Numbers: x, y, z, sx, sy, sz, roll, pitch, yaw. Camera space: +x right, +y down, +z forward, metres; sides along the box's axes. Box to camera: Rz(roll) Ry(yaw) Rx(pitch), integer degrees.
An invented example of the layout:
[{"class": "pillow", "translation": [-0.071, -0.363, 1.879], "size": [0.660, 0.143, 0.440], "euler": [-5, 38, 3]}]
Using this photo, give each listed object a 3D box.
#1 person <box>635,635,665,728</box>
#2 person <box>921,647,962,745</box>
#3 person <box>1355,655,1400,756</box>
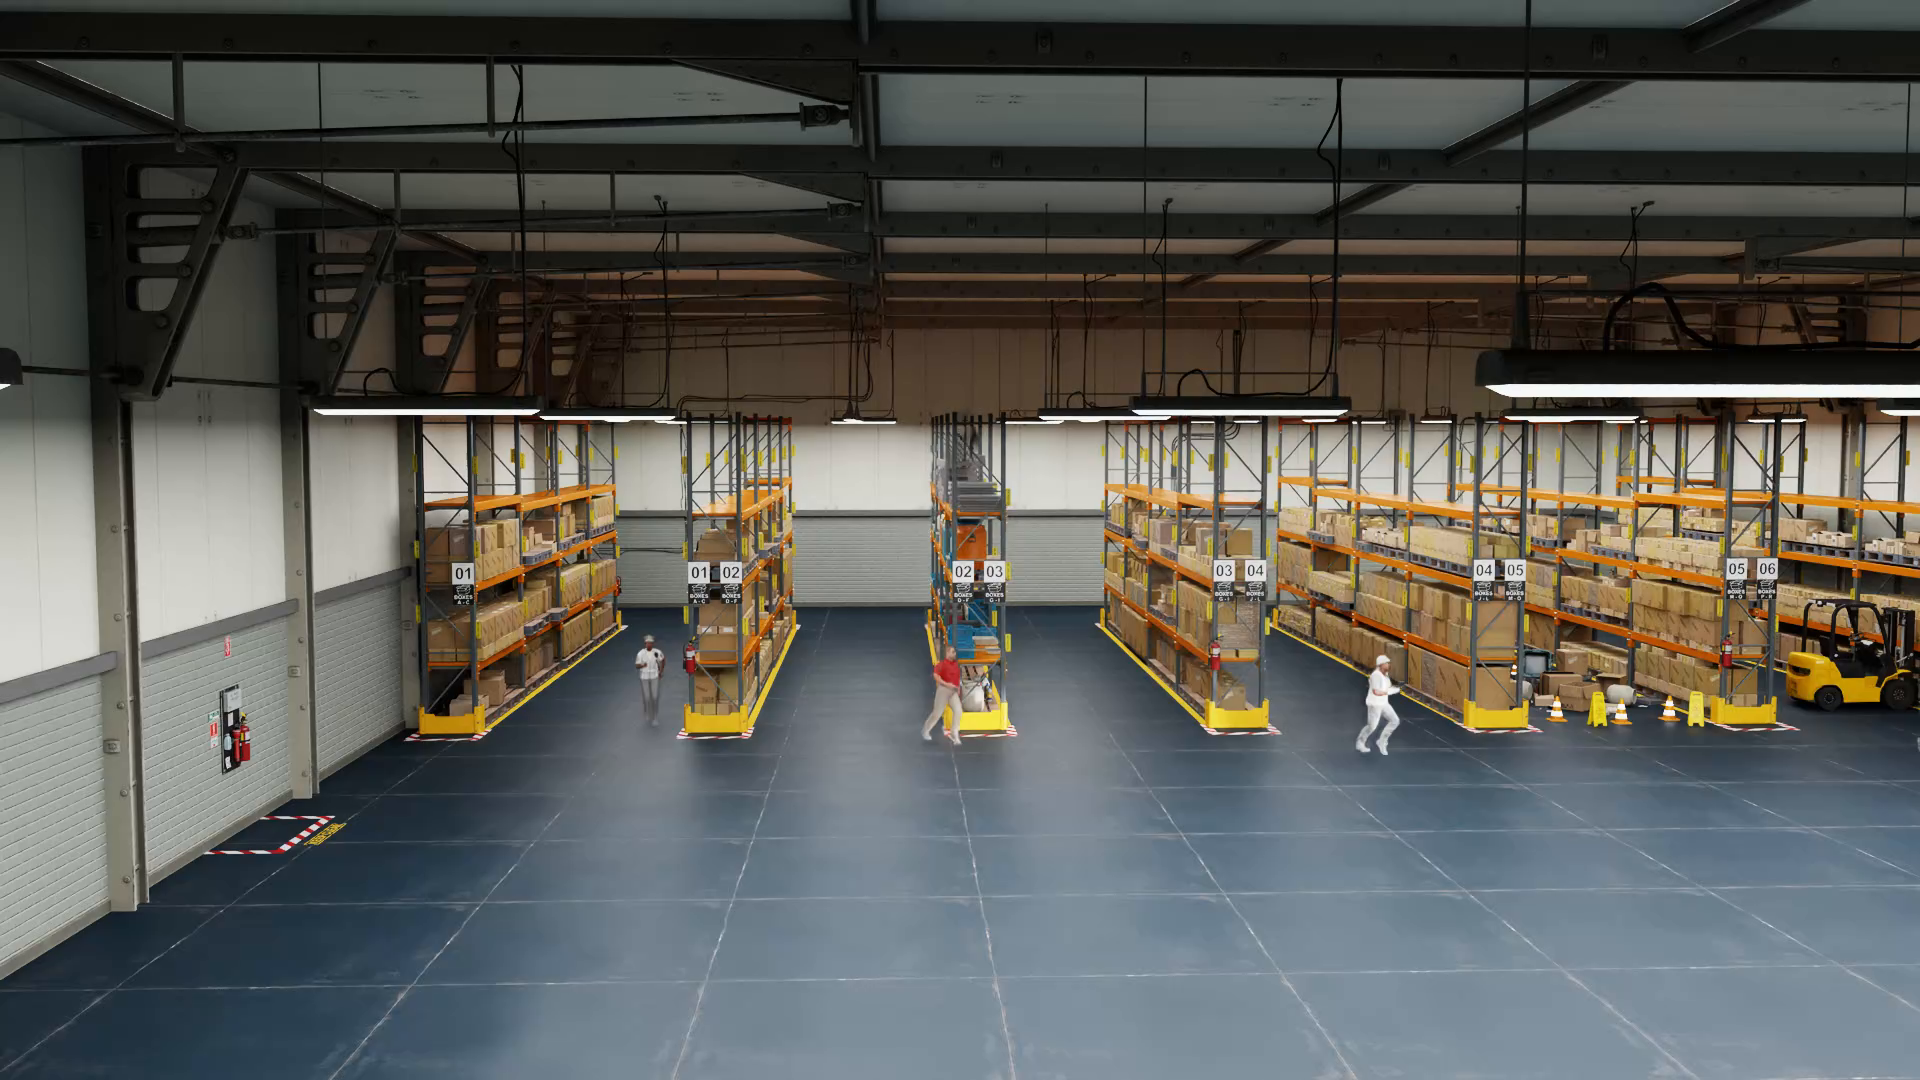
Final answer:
[{"class": "person", "translation": [-5.954, 2.690, 31.945], "size": [0.567, 1.746, 0.726], "euler": [-1, 4, -8]}, {"class": "person", "translation": [-0.218, 2.821, 30.257], "size": [0.852, 1.757, 0.742], "euler": [4, 5, 44]}, {"class": "person", "translation": [7.267, 2.869, 28.867], "size": [0.823, 1.767, 0.716], "euler": [3, 5, 36]}]
